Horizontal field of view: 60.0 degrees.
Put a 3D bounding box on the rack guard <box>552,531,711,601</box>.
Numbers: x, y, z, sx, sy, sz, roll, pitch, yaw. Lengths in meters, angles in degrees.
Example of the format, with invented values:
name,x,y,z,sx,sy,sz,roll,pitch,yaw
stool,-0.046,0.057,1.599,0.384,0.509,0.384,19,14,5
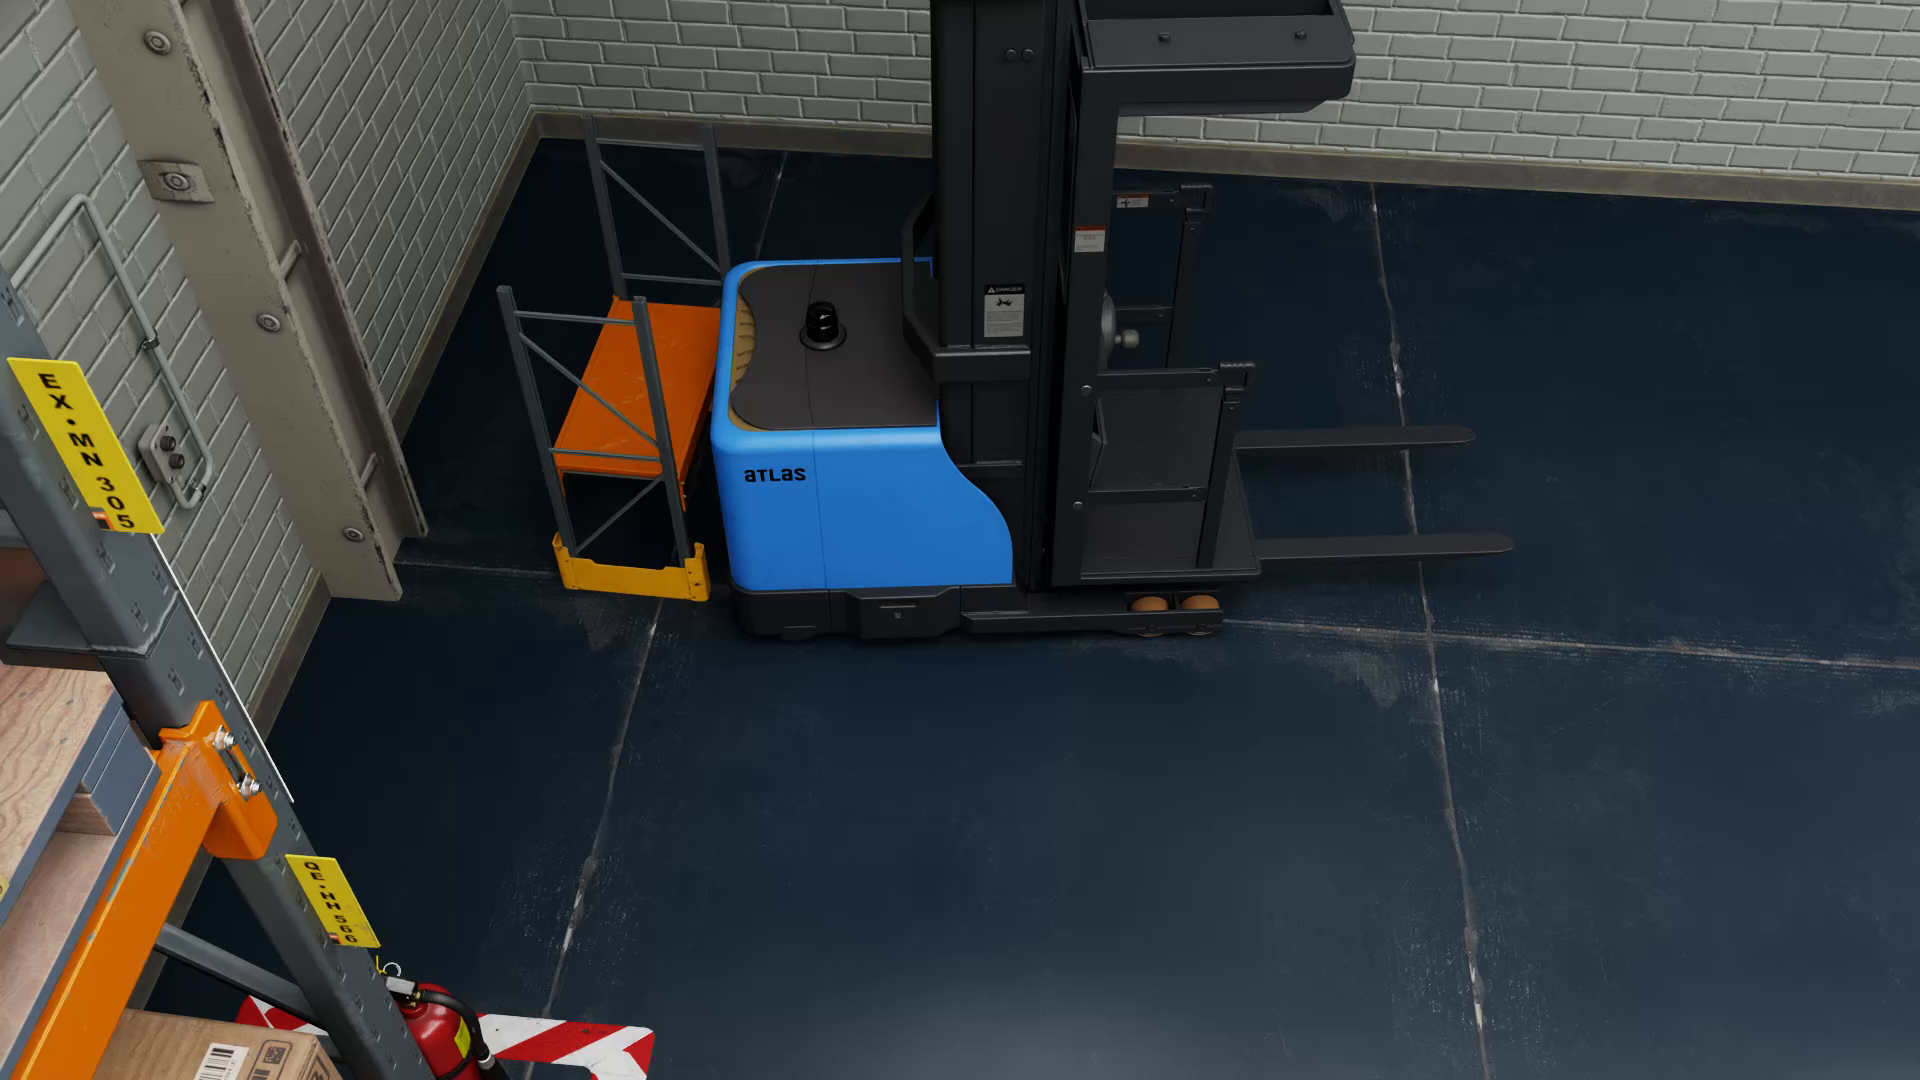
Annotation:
name,x,y,z,sx,sy,sz,roll,pitch,yaw
rack guard,-1.282,0.102,6.513,0.587,0.250,0.087,5,48,5

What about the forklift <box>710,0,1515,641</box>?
name,x,y,z,sx,sy,sz,roll,pitch,yaw
forklift,0.625,-1.008,5.711,3.031,2.935,1.130,-2,48,-2

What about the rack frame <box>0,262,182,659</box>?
name,x,y,z,sx,sy,sz,roll,pitch,yaw
rack frame,-1.733,-0.910,1.510,1.000,3.000,0.127,4,48,4

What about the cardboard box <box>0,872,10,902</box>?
name,x,y,z,sx,sy,sz,roll,pitch,yaw
cardboard box,-1.536,0.534,1.972,0.500,0.250,0.500,5,48,5

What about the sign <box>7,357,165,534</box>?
name,x,y,z,sx,sy,sz,roll,pitch,yaw
sign,-1.194,-0.123,2.276,0.100,0.325,0.005,4,48,4

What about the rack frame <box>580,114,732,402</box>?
name,x,y,z,sx,sy,sz,roll,pitch,yaw
rack frame,-1.161,-1.050,6.720,0.500,1.500,0.032,5,48,5

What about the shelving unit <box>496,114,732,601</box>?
name,x,y,z,sx,sy,sz,roll,pitch,yaw
shelving unit,-1.222,-0.684,6.385,0.587,1.500,1.083,5,48,5

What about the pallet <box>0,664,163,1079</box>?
name,x,y,z,sx,sy,sz,roll,pitch,yaw
pallet,-1.790,0.678,2.150,1.003,0.211,1.213,4,48,4

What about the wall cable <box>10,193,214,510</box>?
name,x,y,z,sx,sy,sz,roll,pitch,yaw
wall cable,-2.559,-0.233,4.267,0.084,1.984,1.851,4,48,4

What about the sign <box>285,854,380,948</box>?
name,x,y,z,sx,sy,sz,roll,pitch,yaw
sign,-1.194,0.691,3.166,0.100,0.325,0.005,4,48,4

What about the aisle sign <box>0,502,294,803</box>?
name,x,y,z,sx,sy,sz,roll,pitch,yaw
aisle sign,-1.428,0.205,2.794,0.394,0.787,0.004,4,48,4

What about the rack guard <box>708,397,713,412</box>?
name,x,y,z,sx,sy,sz,roll,pitch,yaw
rack guard,-1.162,-0.627,7.180,0.587,0.250,0.087,5,48,5

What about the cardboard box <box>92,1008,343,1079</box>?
name,x,y,z,sx,sy,sz,roll,pitch,yaw
cardboard box,-1.770,1.389,3.269,0.980,0.700,0.700,6,48,5

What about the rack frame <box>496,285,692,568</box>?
name,x,y,z,sx,sy,sz,roll,pitch,yaw
rack frame,-1.284,-0.305,6.039,0.500,1.500,0.032,5,48,5

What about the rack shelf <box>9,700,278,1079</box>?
name,x,y,z,sx,sy,sz,roll,pitch,yaw
rack shelf,-1.916,1.815,1.538,1.077,0.370,4.000,4,48,4

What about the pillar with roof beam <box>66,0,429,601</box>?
name,x,y,z,sx,sy,sz,roll,pitch,yaw
pillar with roof beam,1.939,-2.663,3.113,9.100,9.000,0.400,4,48,4

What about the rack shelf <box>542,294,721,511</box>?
name,x,y,z,sx,sy,sz,roll,pitch,yaw
rack shelf,-1.223,-0.556,6.512,0.538,0.185,1.000,5,48,5

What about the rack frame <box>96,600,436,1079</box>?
name,x,y,z,sx,sy,sz,roll,pitch,yaw
rack frame,-1.733,1.115,3.724,1.000,3.000,0.127,4,48,4

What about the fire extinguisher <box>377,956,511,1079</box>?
name,x,y,z,sx,sy,sz,roll,pitch,yaw
fire extinguisher,-1.260,1.187,3.963,0.296,0.674,0.183,4,48,4
